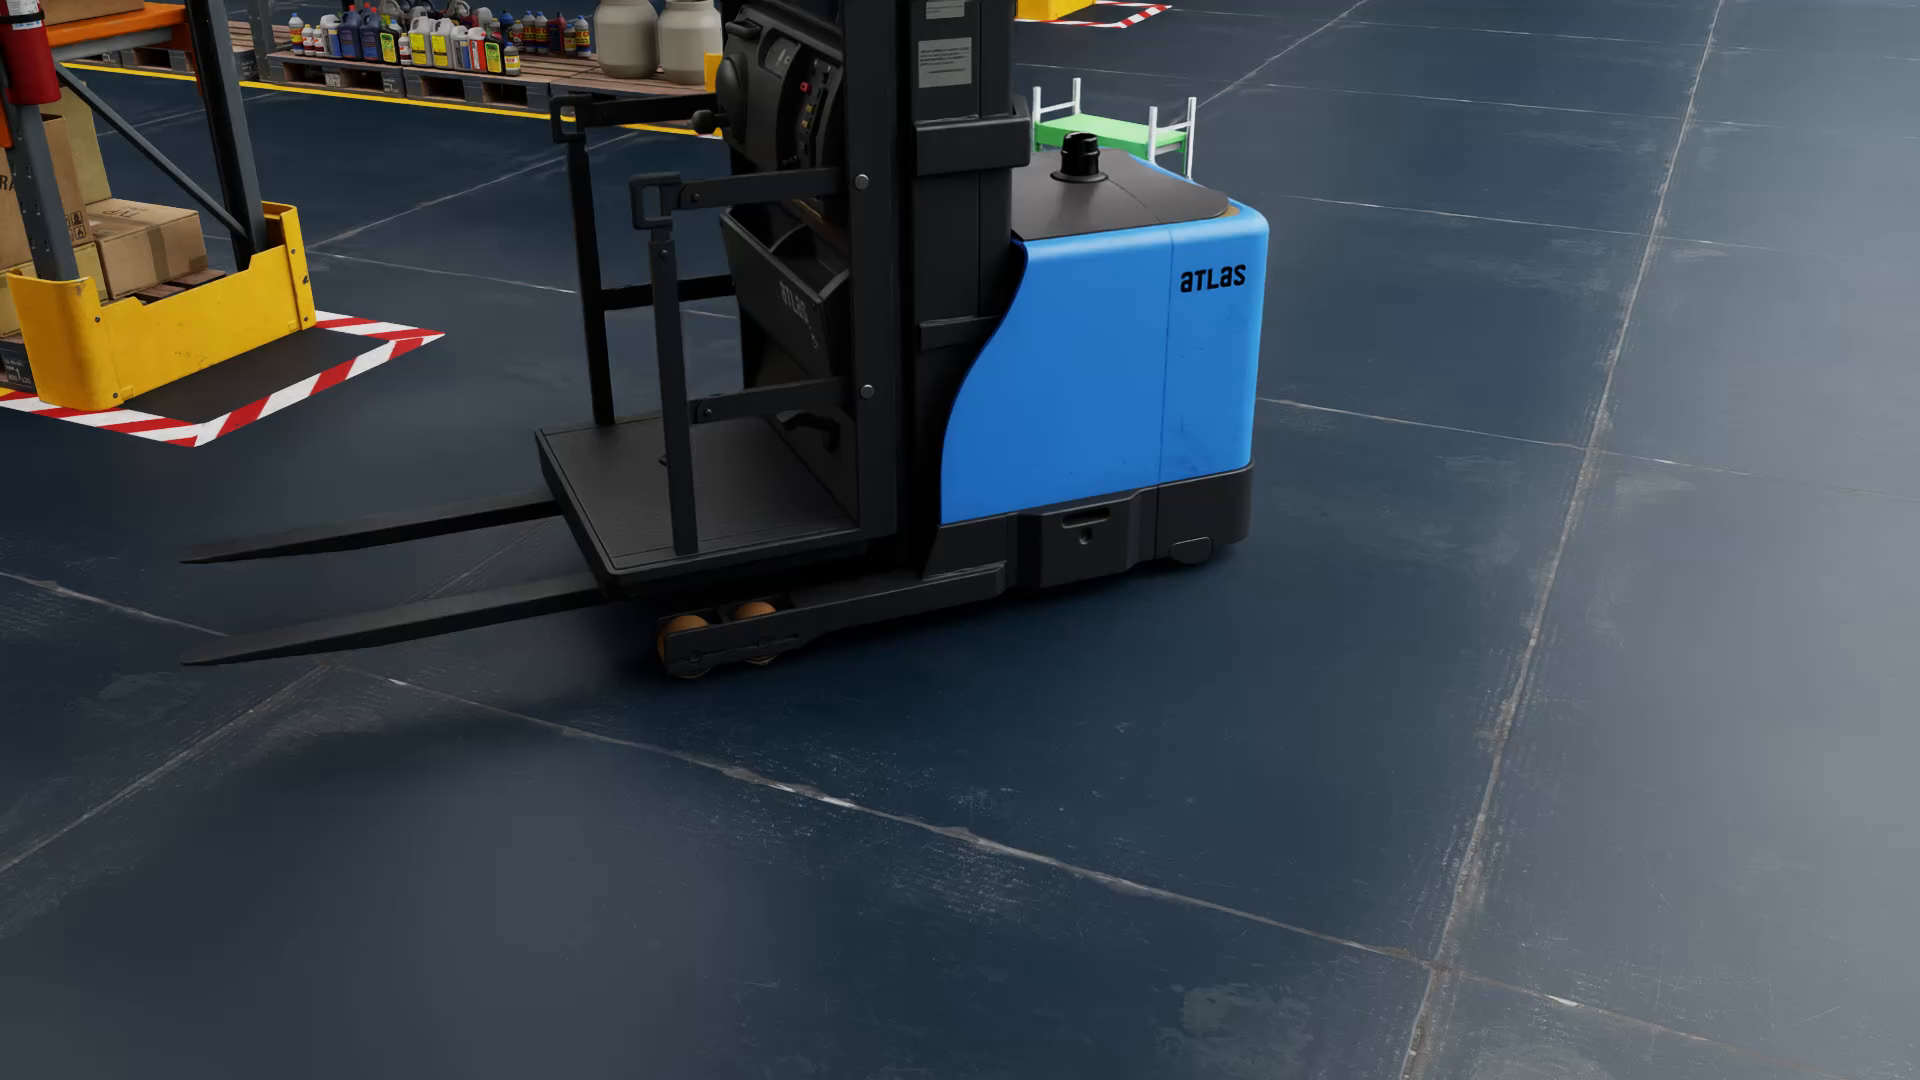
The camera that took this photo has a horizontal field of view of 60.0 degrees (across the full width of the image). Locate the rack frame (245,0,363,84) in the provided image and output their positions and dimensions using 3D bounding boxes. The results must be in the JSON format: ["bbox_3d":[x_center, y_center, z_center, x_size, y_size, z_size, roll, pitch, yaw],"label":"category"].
[{"bbox_3d":[-4.748,-4.809,11.622,0.127,3.000,1.000,11,28,22],"label":"rack frame"}]

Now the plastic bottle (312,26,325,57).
[{"bbox_3d":[-4.454,-3.479,11.591,0.097,0.201,0.097,0,26,0],"label":"plastic bottle"}]

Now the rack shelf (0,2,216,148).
[{"bbox_3d":[-4.981,-2.130,6.994,4.000,0.370,1.077,11,28,22],"label":"rack shelf"}]

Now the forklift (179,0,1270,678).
[{"bbox_3d":[-0.671,-1.207,4.383,3.031,2.935,1.130,-11,28,-21],"label":"forklift"}]

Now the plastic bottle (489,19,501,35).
[{"bbox_3d":[-3.308,-3.613,11.863,0.097,0.201,0.097,0,26,0],"label":"plastic bottle"}]

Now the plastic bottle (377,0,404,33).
[{"bbox_3d":[-4.102,-3.758,11.988,0.185,0.351,0.144,11,28,22],"label":"plastic bottle"}]

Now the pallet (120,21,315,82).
[{"bbox_3d":[-5.479,-3.686,12.498,1.213,0.211,1.003,11,28,22],"label":"pallet"}]

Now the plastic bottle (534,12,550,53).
[{"bbox_3d":[-2.940,-3.571,11.697,0.097,0.271,0.097,0,26,0],"label":"plastic bottle"}]

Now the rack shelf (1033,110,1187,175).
[{"bbox_3d":[0.515,-1.337,5.663,0.480,0.148,0.258,22,33,37],"label":"rack shelf"}]

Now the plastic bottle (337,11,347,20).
[{"bbox_3d":[-4.290,-3.548,11.638,0.133,0.283,0.061,11,28,22],"label":"plastic bottle"}]

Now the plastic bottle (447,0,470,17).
[{"bbox_3d":[-3.574,-3.722,11.915,0.185,0.351,0.144,11,28,21],"label":"plastic bottle"}]

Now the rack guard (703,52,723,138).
[{"bbox_3d":[-1.195,-2.951,10.679,0.348,0.500,1.175,11,28,22],"label":"rack guard"}]

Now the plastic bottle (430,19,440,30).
[{"bbox_3d":[-3.588,-3.422,11.390,0.135,0.276,0.152,11,28,22],"label":"plastic bottle"}]

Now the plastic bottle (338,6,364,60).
[{"bbox_3d":[-4.185,-3.504,11.471,0.185,0.351,0.144,12,29,23],"label":"plastic bottle"}]

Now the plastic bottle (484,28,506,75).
[{"bbox_3d":[-3.074,-3.230,10.992,0.133,0.283,0.061,12,29,23],"label":"plastic bottle"}]

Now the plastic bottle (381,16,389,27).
[{"bbox_3d":[-4.003,-3.490,11.534,0.097,0.271,0.097,0,26,0],"label":"plastic bottle"}]

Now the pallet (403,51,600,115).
[{"bbox_3d":[-3.039,-3.196,11.503,1.213,0.211,1.003,11,28,22],"label":"pallet"}]

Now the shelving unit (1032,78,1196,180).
[{"bbox_3d":[0.512,-0.963,5.844,0.503,1.200,0.258,22,33,37],"label":"shelving unit"}]

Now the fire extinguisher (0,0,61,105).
[{"bbox_3d":[-3.245,-1.844,5.686,0.183,0.674,0.296,11,28,22],"label":"fire extinguisher"}]

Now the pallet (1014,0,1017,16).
[{"bbox_3d":[0.150,-4.995,15.156,1.213,0.211,1.003,11,28,22],"label":"pallet"}]

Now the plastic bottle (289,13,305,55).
[{"bbox_3d":[-4.639,-3.548,11.651,0.097,0.271,0.097,0,26,0],"label":"plastic bottle"}]

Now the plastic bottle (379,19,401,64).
[{"bbox_3d":[-3.880,-3.392,11.321,0.133,0.283,0.061,13,29,24],"label":"plastic bottle"}]

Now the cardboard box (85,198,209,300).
[{"bbox_3d":[-3.556,-1.229,6.988,0.500,0.250,0.500,11,28,22],"label":"cardboard box"}]

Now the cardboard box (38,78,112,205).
[{"bbox_3d":[-4.012,-1.656,7.007,0.500,0.500,0.500,11,28,22],"label":"cardboard box"}]

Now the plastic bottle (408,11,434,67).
[{"bbox_3d":[-3.626,-3.391,11.243,0.185,0.351,0.144,11,28,21],"label":"plastic bottle"}]

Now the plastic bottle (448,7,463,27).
[{"bbox_3d":[-3.593,-3.646,11.837,0.133,0.283,0.061,11,28,22],"label":"plastic bottle"}]

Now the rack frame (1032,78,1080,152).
[{"bbox_3d":[0.330,-1.035,5.990,0.015,1.200,0.240,22,33,37],"label":"rack frame"}]

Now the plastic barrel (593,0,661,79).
[{"bbox_3d":[-2.194,-3.331,10.962,0.421,0.512,0.421,0,26,0],"label":"plastic barrel"}]

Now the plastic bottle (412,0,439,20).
[{"bbox_3d":[-3.868,-3.781,12.035,0.185,0.351,0.144,10,28,19],"label":"plastic bottle"}]

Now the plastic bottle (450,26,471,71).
[{"bbox_3d":[-3.304,-3.295,11.133,0.135,0.276,0.152,11,28,20],"label":"plastic bottle"}]

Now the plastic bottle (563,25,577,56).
[{"bbox_3d":[-2.722,-3.495,11.624,0.097,0.201,0.097,0,26,0],"label":"plastic bottle"}]

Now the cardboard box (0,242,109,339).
[{"bbox_3d":[-3.771,-1.021,6.565,0.500,0.250,0.500,11,28,22],"label":"cardboard box"}]

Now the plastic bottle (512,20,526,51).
[{"bbox_3d":[-3.121,-3.576,11.787,0.097,0.201,0.097,0,26,0],"label":"plastic bottle"}]
